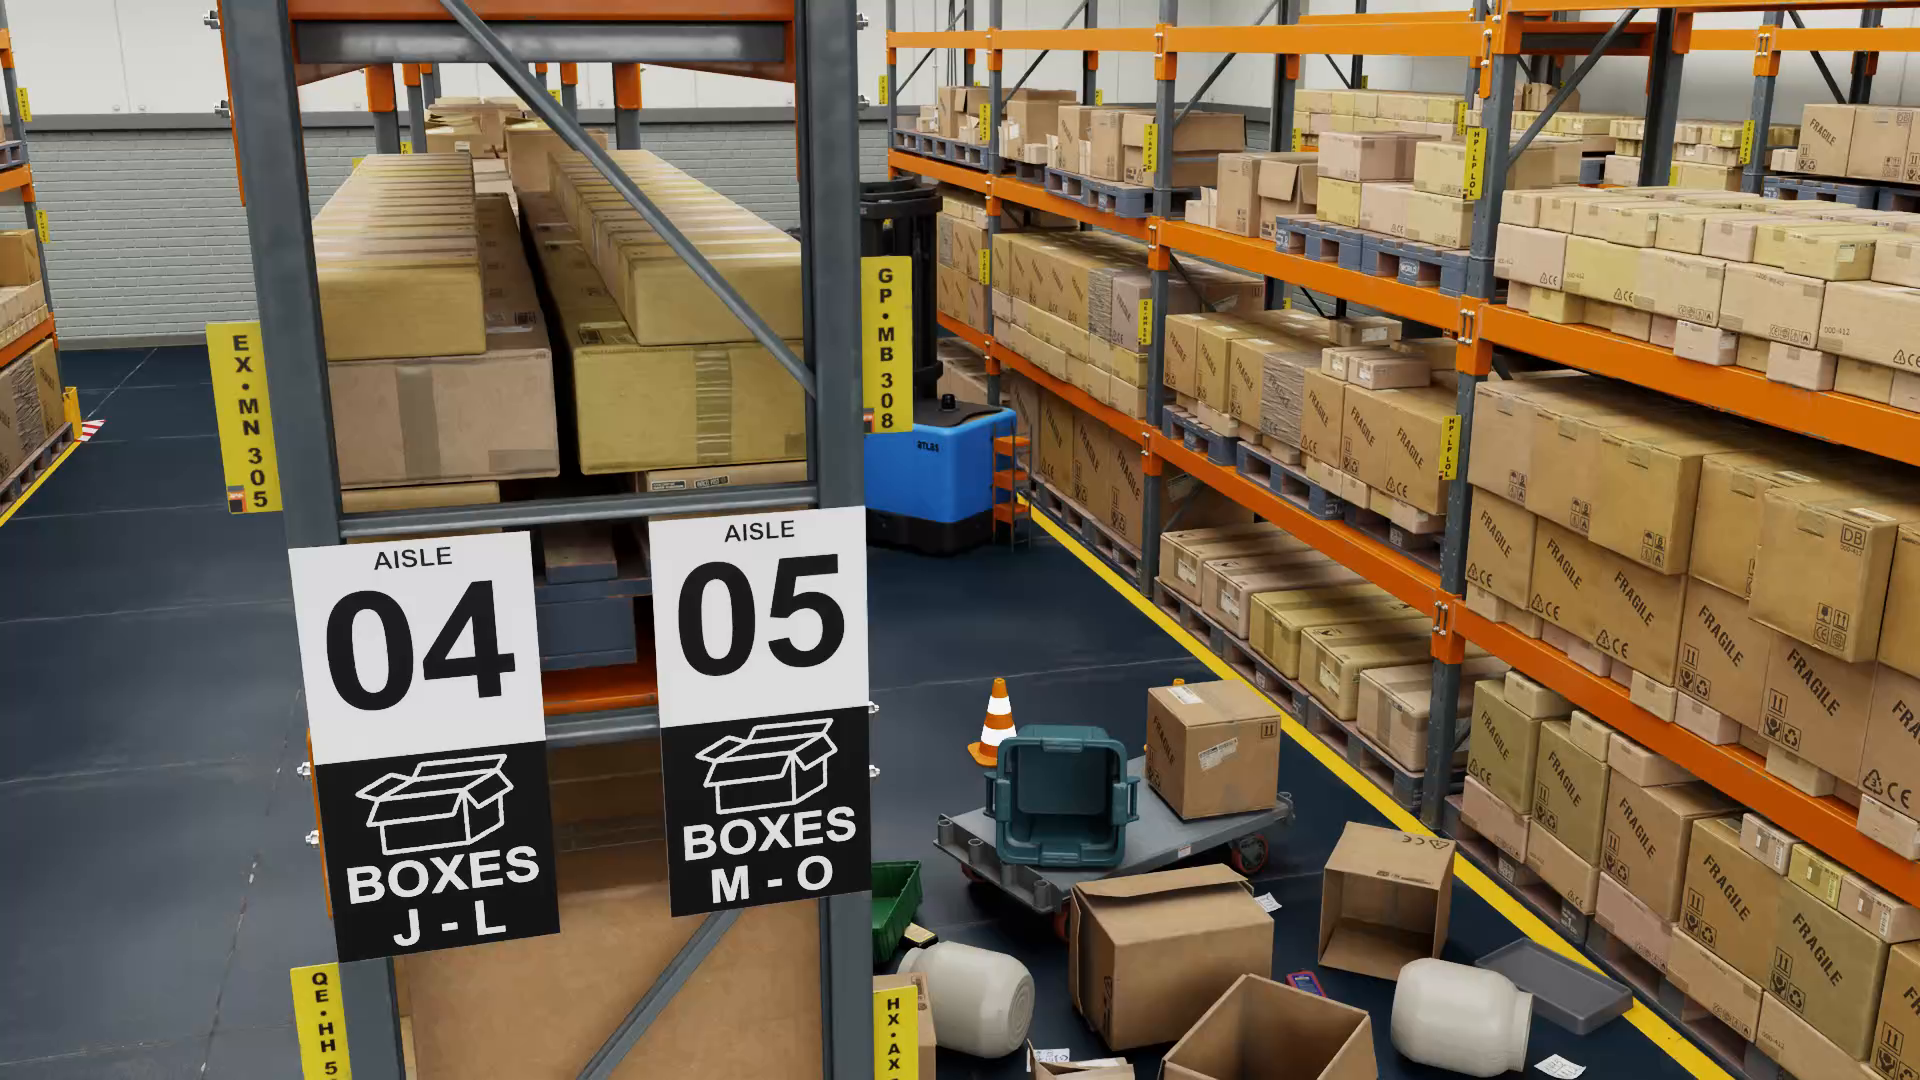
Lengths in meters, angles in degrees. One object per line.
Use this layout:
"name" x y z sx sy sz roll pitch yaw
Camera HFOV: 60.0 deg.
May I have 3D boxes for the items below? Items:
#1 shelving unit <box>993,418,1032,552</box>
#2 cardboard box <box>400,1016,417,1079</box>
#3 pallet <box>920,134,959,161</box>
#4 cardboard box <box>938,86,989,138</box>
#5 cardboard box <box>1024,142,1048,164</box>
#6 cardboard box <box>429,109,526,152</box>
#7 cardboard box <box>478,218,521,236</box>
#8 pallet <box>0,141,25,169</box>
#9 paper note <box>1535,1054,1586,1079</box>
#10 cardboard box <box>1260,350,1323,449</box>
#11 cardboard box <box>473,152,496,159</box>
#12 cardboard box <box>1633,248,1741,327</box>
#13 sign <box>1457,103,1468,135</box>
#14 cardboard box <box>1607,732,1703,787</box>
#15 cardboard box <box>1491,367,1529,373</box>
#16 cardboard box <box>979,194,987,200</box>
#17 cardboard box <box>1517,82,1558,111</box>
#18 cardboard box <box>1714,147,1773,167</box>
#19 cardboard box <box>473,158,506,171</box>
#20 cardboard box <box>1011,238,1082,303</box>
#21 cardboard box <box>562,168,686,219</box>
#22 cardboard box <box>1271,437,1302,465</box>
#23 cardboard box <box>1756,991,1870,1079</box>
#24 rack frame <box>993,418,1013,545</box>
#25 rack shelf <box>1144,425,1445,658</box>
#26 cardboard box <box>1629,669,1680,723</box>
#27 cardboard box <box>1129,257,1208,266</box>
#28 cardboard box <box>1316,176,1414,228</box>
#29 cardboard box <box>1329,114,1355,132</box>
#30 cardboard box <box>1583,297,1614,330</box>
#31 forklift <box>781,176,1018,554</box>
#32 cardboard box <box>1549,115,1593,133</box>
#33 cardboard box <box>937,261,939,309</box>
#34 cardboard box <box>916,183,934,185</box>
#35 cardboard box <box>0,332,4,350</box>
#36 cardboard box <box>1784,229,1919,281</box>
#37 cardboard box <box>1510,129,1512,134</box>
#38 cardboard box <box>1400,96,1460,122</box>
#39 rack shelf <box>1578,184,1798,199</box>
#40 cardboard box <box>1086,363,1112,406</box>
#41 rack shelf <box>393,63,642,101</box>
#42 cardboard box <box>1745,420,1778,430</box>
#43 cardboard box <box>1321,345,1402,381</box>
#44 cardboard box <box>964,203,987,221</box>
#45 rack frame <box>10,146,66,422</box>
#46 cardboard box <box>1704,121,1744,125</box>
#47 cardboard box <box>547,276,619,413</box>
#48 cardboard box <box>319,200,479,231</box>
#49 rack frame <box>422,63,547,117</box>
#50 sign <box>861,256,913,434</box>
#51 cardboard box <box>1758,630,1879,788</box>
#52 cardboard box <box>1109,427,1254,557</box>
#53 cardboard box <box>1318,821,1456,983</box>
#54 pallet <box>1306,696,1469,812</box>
"shelving unit" 0.429 -0.449 13.623 0.215 1.050 0.252 -13 21 -36
"cardboard box" -0.818 1.408 3.790 0.875 0.550 0.550 -5 17 -15
"pallet" 0.215 -4.118 17.386 1.003 0.211 1.213 -5 17 -15
"cardboard box" 0.072 -4.430 17.194 0.500 0.500 0.500 -4 17 -14
"cardboard box" 0.773 -3.308 14.212 0.380 0.166 0.250 -6 18 -19
"cardboard box" -3.672 -2.990 12.568 0.797 0.503 0.637 -5 17 -16
"cardboard box" -1.627 -0.847 5.185 0.500 0.250 0.500 -5 17 -16
"pallet" -9.652 -3.672 15.903 1.003 0.211 1.213 -5 17 -15
"paper note" 2.444 2.143 6.765 0.142 0.019 0.148 -12 20 -34
"cardboard box" 2.195 -0.873 10.223 0.500 0.500 0.500 -5 18 -17
"cardboard box" -3.272 -2.256 10.861 0.500 0.500 0.500 -5 17 -15
"cardboard box" 3.094 -1.029 6.694 0.500 0.250 0.500 -5 17 -15
"sign" 5.014 -4.192 16.582 0.100 0.325 0.005 -5 17 -15
"cardboard box" 3.059 0.939 7.229 0.380 0.149 0.250 -4 17 -12
"cardboard box" 5.527 -1.677 16.808 0.380 0.149 0.250 -5 17 -17
"cardboard box" 0.411 -3.597 17.674 0.380 0.149 0.250 -4 17 -13
"cardboard box" 5.683 -4.380 16.401 0.396 0.266 0.258 -5 17 -16
"cardboard box" 6.304 -3.081 13.350 0.380 0.149 0.250 -4 17 -14
"cardboard box" -2.883 -2.059 9.630 0.500 0.311 0.500 -5 17 -15
"cardboard box" 0.773 -2.403 14.827 0.500 0.500 0.500 -5 17 -16
"cardboard box" -1.085 -1.118 5.394 0.380 0.149 0.250 -5 17 -15
"cardboard box" 2.169 -0.578 10.371 0.380 0.149 0.250 -4 17 -14
"cardboard box" 3.444 1.929 6.365 0.500 0.250 0.500 -5 17 -15
"rack frame" 0.355 -0.477 13.716 0.200 1.050 0.008 -13 21 -36
"rack shelf" 2.411 -0.155 10.506 1.077 0.370 4.000 -5 17 -15
"cardboard box" 3.081 0.641 7.042 0.380 0.149 0.250 -5 17 -15
"cardboard box" 1.688 -2.016 13.539 0.500 0.500 0.500 -4 17 -14
"cardboard box" 2.387 -1.944 9.527 0.500 0.250 0.500 -4 17 -15
"cardboard box" 4.581 -4.741 19.050 0.500 0.250 0.500 -5 17 -17
"cardboard box" 3.003 -1.021 7.359 0.380 0.149 0.250 -5 17 -15
"forklift" -1.006 -1.601 14.187 3.031 2.935 1.130 12 20 34
"cardboard box" 5.614 -3.793 15.165 0.380 0.149 0.250 -5 17 -15
"cardboard box" -0.040 -2.741 17.690 0.500 0.500 0.500 -4 17 -13
"cardboard box" -0.506 -3.983 18.960 0.380 0.149 0.250 -4 17 -14
"cardboard box" -8.958 -1.795 15.150 0.380 0.149 0.250 -5 17 -17
"cardboard box" 3.229 -1.030 6.004 0.380 0.149 0.250 -4 17 -14
"cardboard box" 5.435 -3.868 15.932 0.380 0.149 0.250 -5 17 -15
"cardboard box" 5.015 -4.560 17.579 0.500 0.250 0.500 -5 17 -16
"rack shelf" 6.083 -3.092 15.068 1.077 0.370 4.000 -5 17 -15
"cardboard box" 1.317 -1.241 13.129 0.500 0.250 0.500 -4 17 -14
"rack shelf" -2.321 -2.418 8.304 1.077 0.370 4.000 -5 17 -15
"cardboard box" 6.789 -0.930 14.322 0.380 0.149 0.250 -4 17 -12
"cardboard box" 2.317 -1.022 9.593 0.380 0.149 0.250 -5 18 -18
"cardboard box" 0.257 -3.277 16.608 0.380 0.149 0.250 -5 17 -16
"rack frame" -9.866 -2.483 17.003 1.000 3.000 0.127 -5 17 -15
"cardboard box" 6.567 -3.479 14.158 0.380 0.149 0.250 -4 17 -13
"cardboard box" -0.699 -0.471 3.933 0.500 0.250 0.500 -5 17 -16
"cardboard box" -1.440 -0.786 4.288 0.380 0.149 0.250 -5 17 -16
"rack frame" -3.970 -4.613 13.668 1.000 3.000 0.127 -5 17 -15
"sign" -0.137 -0.356 3.053 0.100 0.325 0.005 -5 17 -15
"cardboard box" 3.378 0.563 6.171 0.500 0.500 0.500 -5 17 -16
"cardboard box" 1.751 -0.434 13.147 0.875 0.875 0.875 -5 17 -16
"cardboard box" 1.947 1.653 7.575 0.500 0.500 0.500 7 18 23
"pallet" 2.745 1.174 9.678 1.003 0.211 1.213 -5 17 -15
